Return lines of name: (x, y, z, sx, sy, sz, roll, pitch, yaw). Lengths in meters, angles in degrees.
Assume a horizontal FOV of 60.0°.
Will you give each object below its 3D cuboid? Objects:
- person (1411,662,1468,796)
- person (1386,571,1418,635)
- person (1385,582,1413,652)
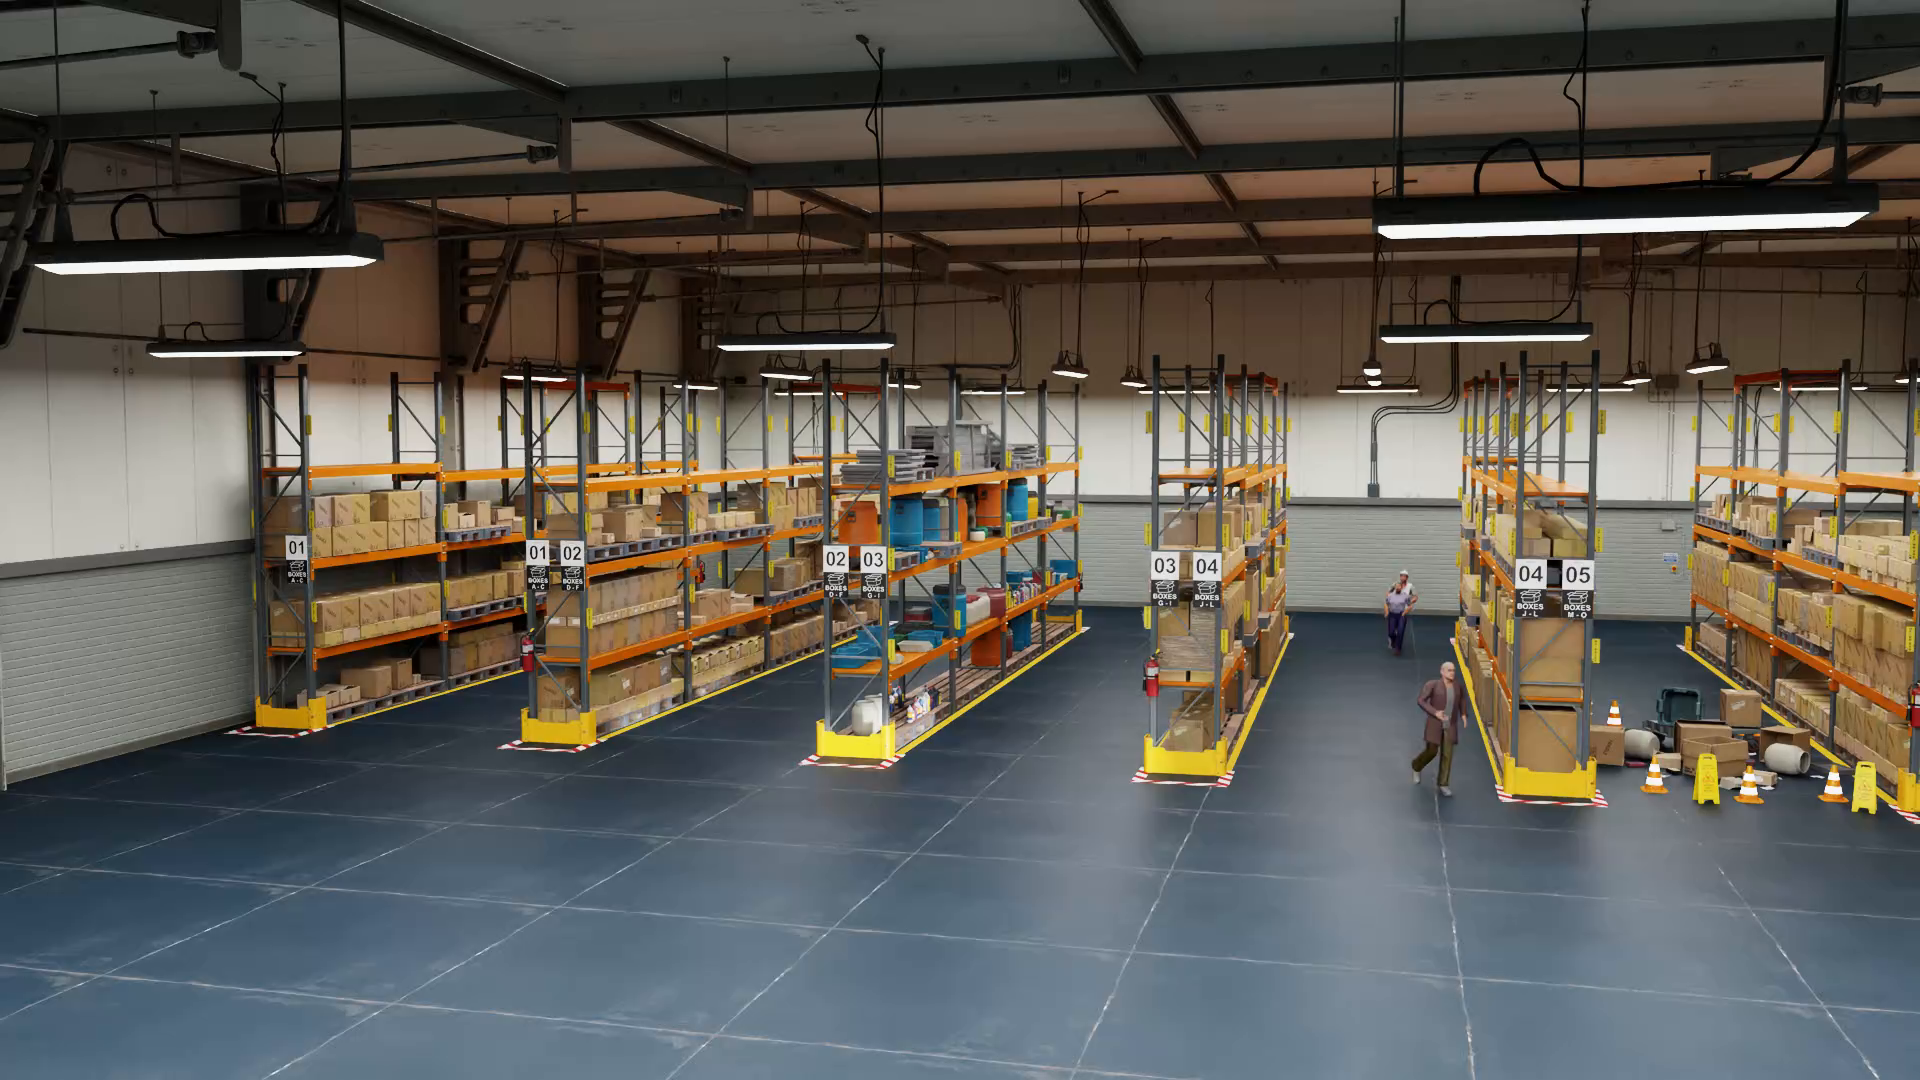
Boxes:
person: (6.615, 2.545, 22.771, 0.760, 1.764, 0.937, -1, 4, -10)
person: (9.983, 1.521, 37.635, 0.693, 1.665, 0.609, 2, 4, 23)
person: (9.555, 1.674, 36.289, 0.616, 1.526, 0.482, 2, 4, 23)
